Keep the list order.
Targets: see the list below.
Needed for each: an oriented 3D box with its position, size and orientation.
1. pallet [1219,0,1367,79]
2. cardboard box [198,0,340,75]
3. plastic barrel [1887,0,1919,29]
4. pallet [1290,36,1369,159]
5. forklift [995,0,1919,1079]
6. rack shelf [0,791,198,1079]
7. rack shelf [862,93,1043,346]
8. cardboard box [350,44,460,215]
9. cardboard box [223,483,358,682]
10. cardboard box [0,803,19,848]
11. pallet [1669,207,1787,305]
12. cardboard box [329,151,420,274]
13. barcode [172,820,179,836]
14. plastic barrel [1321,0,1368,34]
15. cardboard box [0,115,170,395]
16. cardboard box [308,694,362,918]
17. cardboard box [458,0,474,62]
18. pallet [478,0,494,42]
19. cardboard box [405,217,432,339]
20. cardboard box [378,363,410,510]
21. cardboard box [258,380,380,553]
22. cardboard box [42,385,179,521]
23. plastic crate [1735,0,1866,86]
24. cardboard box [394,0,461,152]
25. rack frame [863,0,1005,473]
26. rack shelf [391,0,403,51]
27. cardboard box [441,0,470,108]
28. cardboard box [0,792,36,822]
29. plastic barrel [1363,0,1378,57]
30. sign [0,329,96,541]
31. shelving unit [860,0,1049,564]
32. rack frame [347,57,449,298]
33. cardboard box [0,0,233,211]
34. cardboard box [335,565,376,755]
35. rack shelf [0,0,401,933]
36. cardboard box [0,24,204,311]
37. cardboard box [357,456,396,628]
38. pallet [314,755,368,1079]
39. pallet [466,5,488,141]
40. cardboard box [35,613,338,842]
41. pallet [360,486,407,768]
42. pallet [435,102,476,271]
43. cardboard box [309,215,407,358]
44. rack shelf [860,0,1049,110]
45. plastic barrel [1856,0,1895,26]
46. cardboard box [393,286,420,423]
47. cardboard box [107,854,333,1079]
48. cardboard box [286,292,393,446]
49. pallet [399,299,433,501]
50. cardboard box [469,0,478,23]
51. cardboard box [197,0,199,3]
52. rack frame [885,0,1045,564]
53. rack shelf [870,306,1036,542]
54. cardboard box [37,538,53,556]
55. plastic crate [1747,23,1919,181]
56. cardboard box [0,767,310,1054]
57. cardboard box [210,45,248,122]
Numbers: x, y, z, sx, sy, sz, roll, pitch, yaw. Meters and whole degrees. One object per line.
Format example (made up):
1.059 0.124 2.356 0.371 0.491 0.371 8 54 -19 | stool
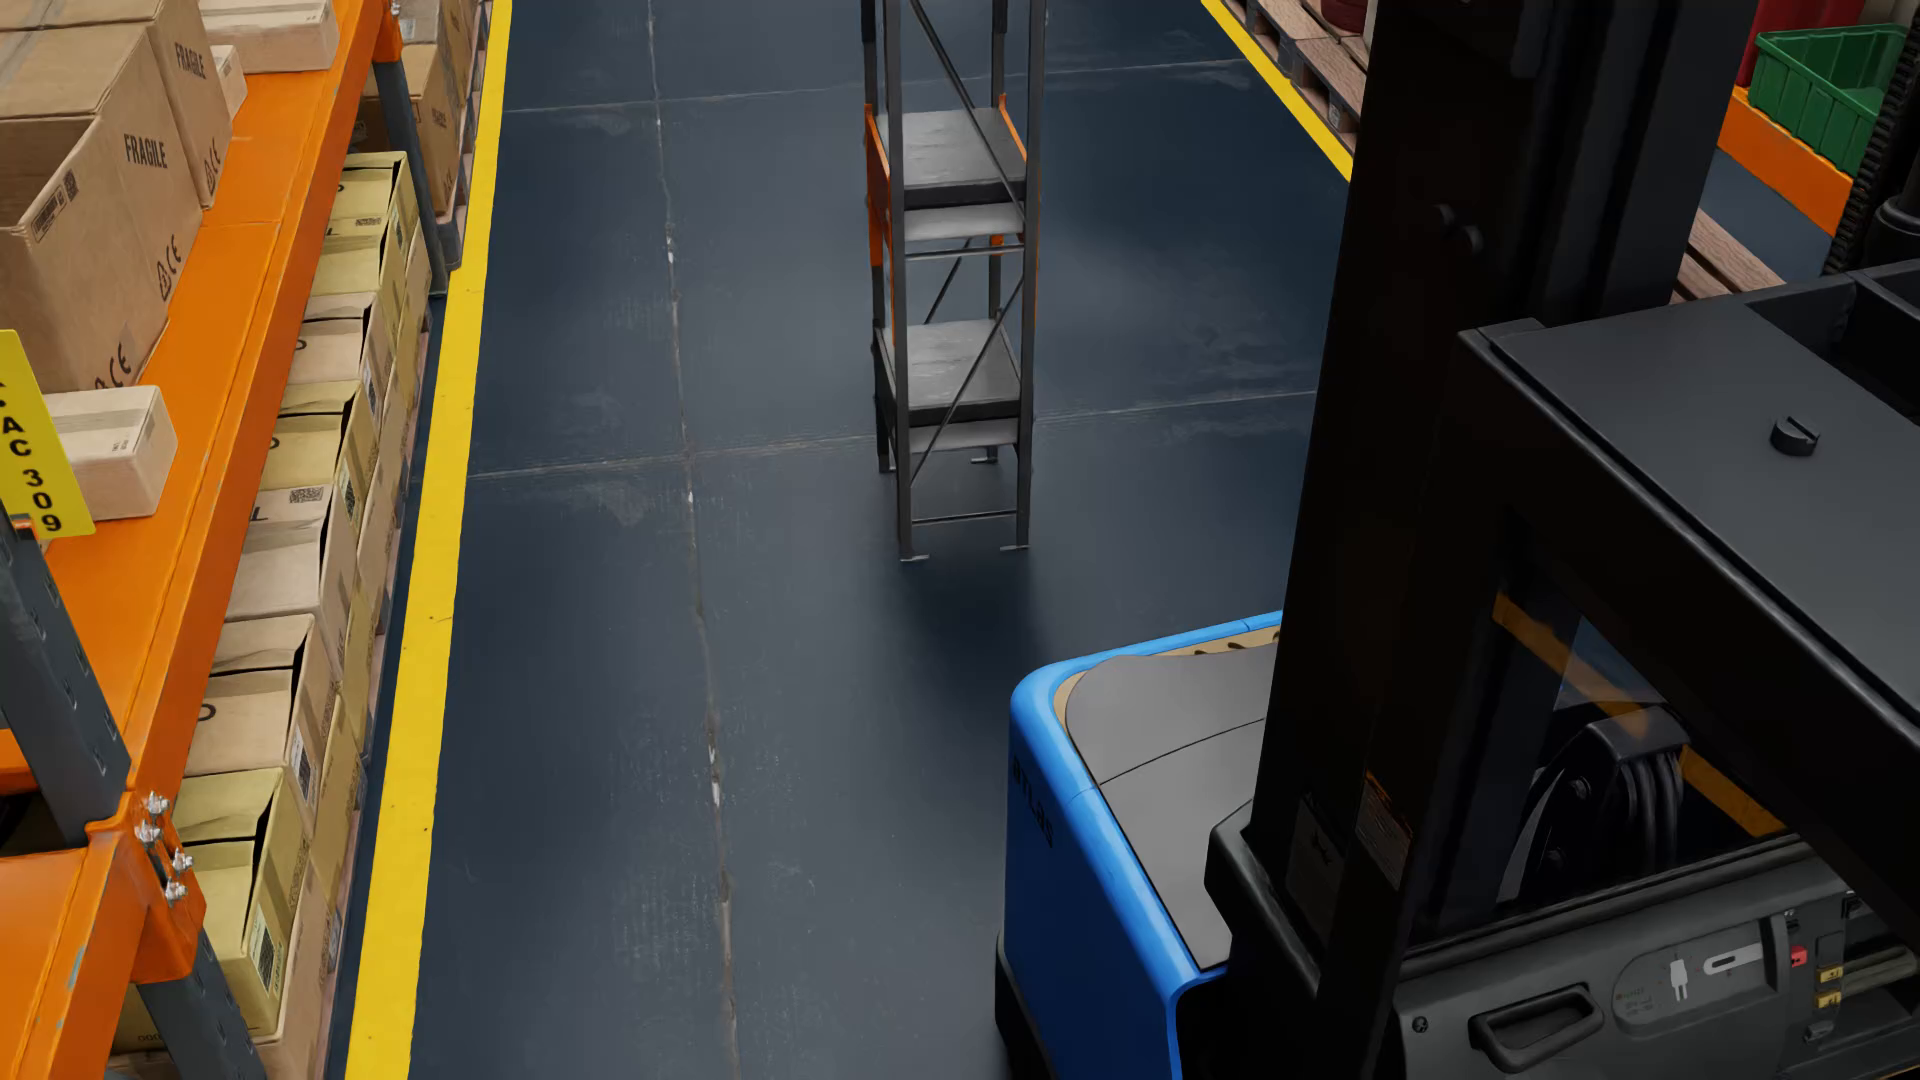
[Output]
1.990 -2.752 8.620 1.003 0.211 1.213 -6 38 -8 | pallet
-2.068 -1.503 4.944 0.380 0.149 0.250 -6 38 -8 | cardboard box
2.925 -1.590 4.740 0.433 0.535 0.433 0 38 0 | plastic barrel
2.201 -2.016 7.674 1.003 0.211 1.213 -6 38 -8 | pallet
1.036 0.702 1.957 1.130 2.935 3.031 -12 39 -15 | forklift
-1.446 1.793 1.084 1.077 0.370 4.000 -6 38 -8 | rack shelf
-0.029 -0.918 4.743 0.431 0.518 0.480 -6 38 -8 | rack shelf
-2.296 -1.608 6.553 0.500 0.500 0.500 -5 38 -6 | cardboard box
-1.798 0.107 4.109 0.500 0.311 0.500 -7 38 -9 | cardboard box
-2.150 0.785 3.236 0.500 0.311 0.500 -6 38 -8 | cardboard box
2.477 -1.073 6.459 1.003 0.211 1.213 -6 38 -8 | pallet
-2.163 -1.127 5.698 0.500 0.311 0.500 -5 38 -7 | cardboard box
-1.431 0.536 3.012 0.001 0.075 0.075 -6 38 -8 | barcode
2.079 -2.835 8.078 0.600 0.588 0.708 -6 38 -8 | plastic barrel
-2.007 -0.523 3.396 0.500 0.500 0.500 -4 38 -5 | cardboard box
-1.711 0.641 3.878 0.500 0.250 0.500 -5 38 -7 | cardboard box
-2.573 -2.541 7.755 0.500 0.500 0.500 -7 38 -9 | cardboard box
-3.019 -2.943 8.866 1.003 0.211 1.213 -6 38 -8 | pallet
-2.165 -0.904 5.867 0.500 0.250 0.500 -5 38 -7 | cardboard box
-1.986 -0.289 5.076 0.500 0.250 0.500 -5 38 -7 | cardboard box
-1.894 -0.206 4.512 0.500 0.311 0.500 -5 38 -7 | cardboard box
-1.750 -0.157 3.212 0.380 0.149 0.250 -6 38 -8 | cardboard box
2.362 -1.662 4.893 0.402 0.464 0.583 -6 38 -8 | plastic crate
-2.393 -1.923 6.960 0.500 0.500 0.500 -8 38 -10 | cardboard box
-0.072 -1.077 4.924 0.400 2.100 0.015 -6 38 -8 | rack frame
-2.848 -3.039 7.304 1.077 0.370 4.000 -6 38 -8 | rack shelf
-2.476 -2.227 7.350 0.500 0.500 0.500 -7 38 -9 | cardboard box
-2.247 0.472 3.640 0.500 0.311 0.500 -5 38 -7 | cardboard box
2.090 -2.454 7.650 0.421 0.512 0.421 0 38 0 | plastic barrel
-1.250 -0.133 2.206 0.100 0.325 0.005 -6 38 -8 | sign
-0.029 -0.929 4.735 0.431 2.100 0.503 -6 38 -8 | shelving unit
-2.498 -2.115 5.528 1.000 3.000 0.127 -6 38 -8 | rack frame
-2.187 -1.143 4.195 0.500 0.500 0.500 -8 39 -10 | cardboard box
-1.805 0.329 4.281 0.500 0.250 0.500 -7 38 -9 | cardboard box
-2.147 -0.623 4.194 1.077 0.370 4.000 -6 38 -8 | rack shelf
-2.095 -0.825 3.786 0.500 0.500 0.500 -6 38 -8 | cardboard box
-1.893 0.021 4.676 0.500 0.250 0.500 -6 38 -7 | cardboard box
-1.964 0.961 3.841 1.003 0.211 1.213 -6 38 -8 | pallet
-2.802 -2.205 7.916 1.003 0.211 1.213 -6 38 -8 | pallet
-1.706 0.420 3.707 0.500 0.311 0.500 -7 38 -8 | cardboard box
-2.181 0.222 4.792 1.003 0.211 1.213 -6 38 -8 | pallet
-2.591 -1.469 6.969 1.003 0.211 1.213 -6 38 -8 | pallet
-2.066 -0.814 5.294 0.500 0.311 0.500 -7 38 -9 | cardboard box
-0.029 -1.471 4.313 0.431 0.518 0.480 -6 38 -8 | rack shelf
2.844 -1.837 5.079 0.421 0.512 0.421 0 38 0 | plastic barrel
-2.071 -0.593 5.467 0.500 0.250 0.500 -7 38 -8 | cardboard box
-1.623 0.950 3.481 0.500 0.250 0.500 -7 38 -9 | cardboard box
-1.980 -0.509 4.902 0.500 0.311 0.500 -6 38 -8 | cardboard box
-2.392 -0.513 5.738 1.003 0.211 1.213 -6 38 -8 | pallet
-2.664 -2.848 8.150 0.500 0.500 0.500 -6 38 -7 | cardboard box
-2.531 -1.519 4.833 0.500 0.311 0.500 -7 38 -8 | cardboard box
0.014 -0.782 4.545 0.400 2.100 0.015 -6 38 -8 | rack frame
-0.029 -0.366 5.172 0.431 0.518 0.480 -6 38 -8 | rack shelf
-1.926 0.067 2.841 0.500 0.250 0.500 -4 38 -5 | cardboard box
2.498 -1.168 4.481 0.450 0.188 0.662 -6 38 -8 | plastic crate
-1.623 0.723 3.317 0.500 0.311 0.500 -6 38 -8 | cardboard box
-2.219 -1.252 4.621 0.380 0.149 0.250 -4 38 -5 | cardboard box
